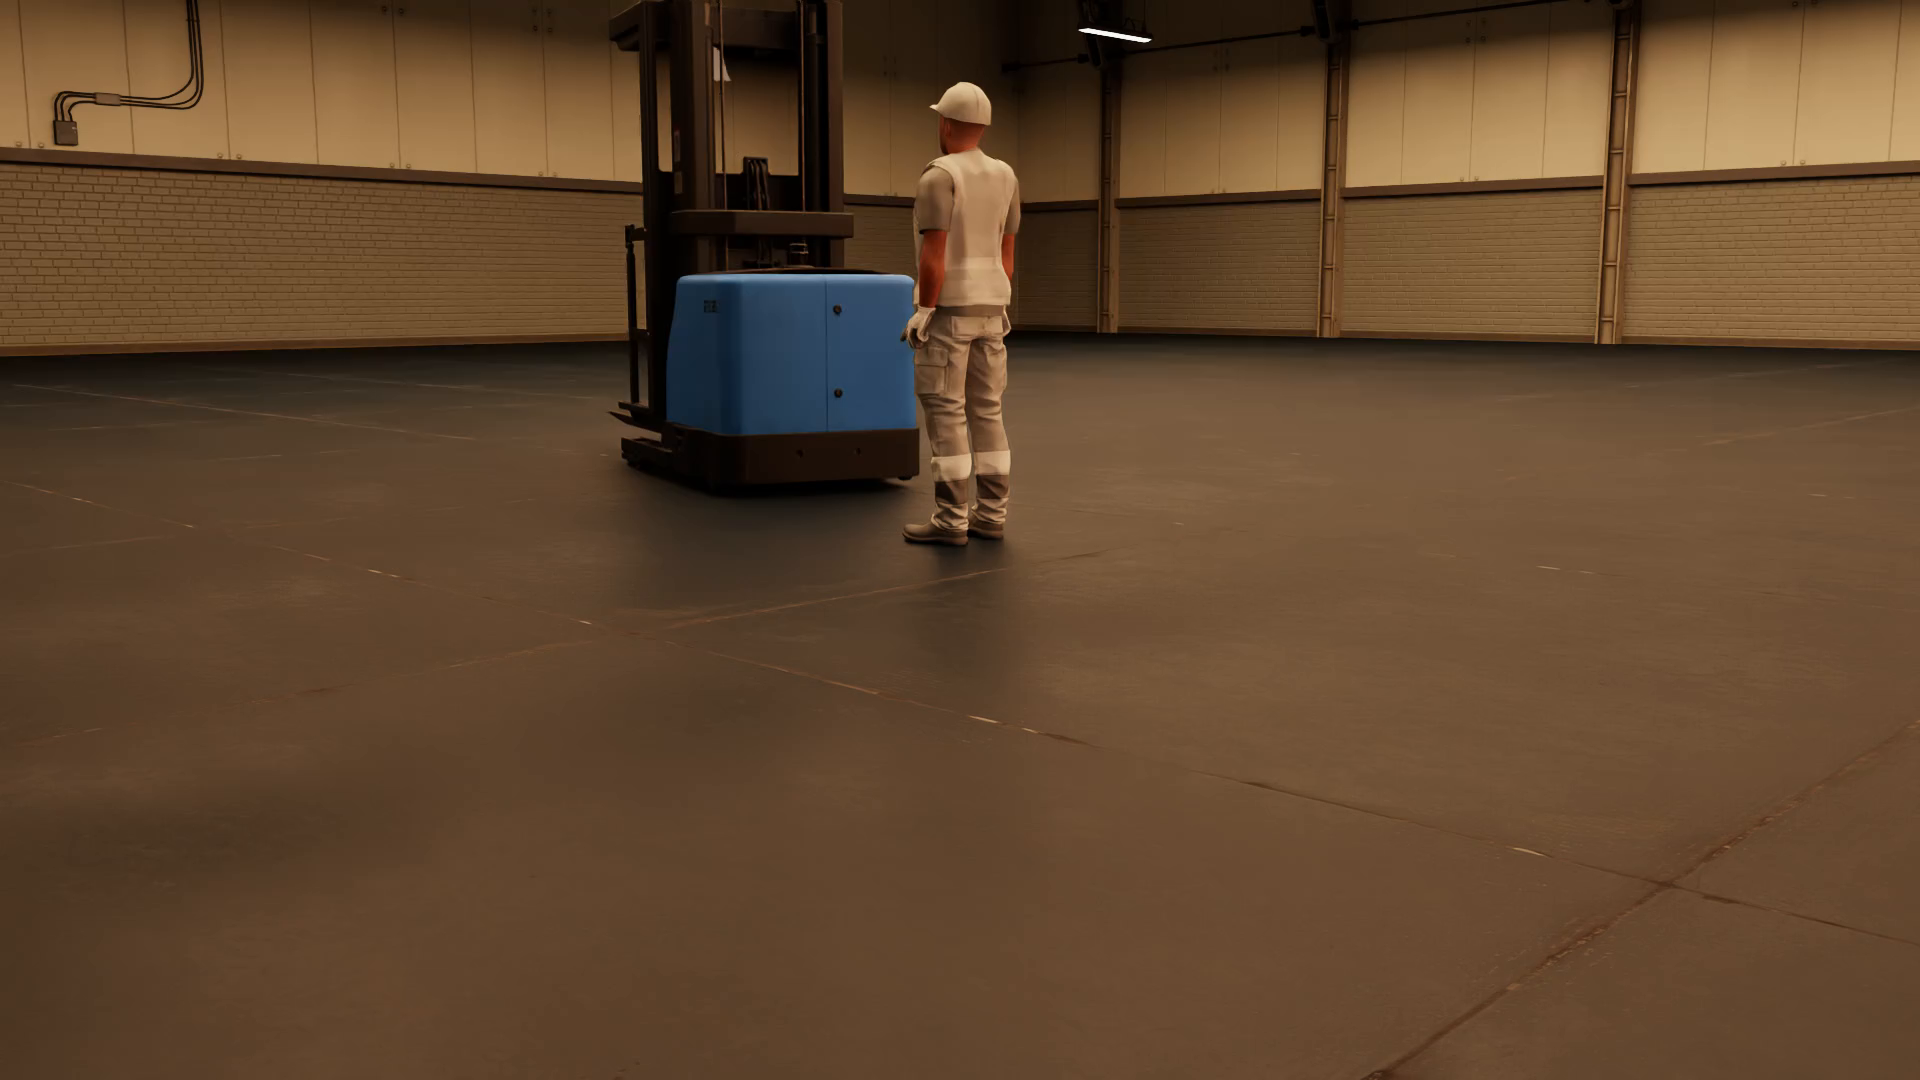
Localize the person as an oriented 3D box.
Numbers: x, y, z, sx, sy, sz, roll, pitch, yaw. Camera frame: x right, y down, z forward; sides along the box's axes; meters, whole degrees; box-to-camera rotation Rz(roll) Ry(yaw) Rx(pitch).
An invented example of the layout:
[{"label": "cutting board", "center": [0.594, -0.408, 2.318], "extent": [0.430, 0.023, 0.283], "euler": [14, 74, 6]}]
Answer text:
[{"label": "person", "center": [-0.015, -0.885, 6.584], "extent": [0.369, 1.795, 0.536], "euler": [8, 12, 43]}]

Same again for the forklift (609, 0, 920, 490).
[{"label": "forklift", "center": [-1.295, -1.872, 9.308], "extent": [1.130, 2.935, 3.031], "euler": [-4, 9, -25]}]
